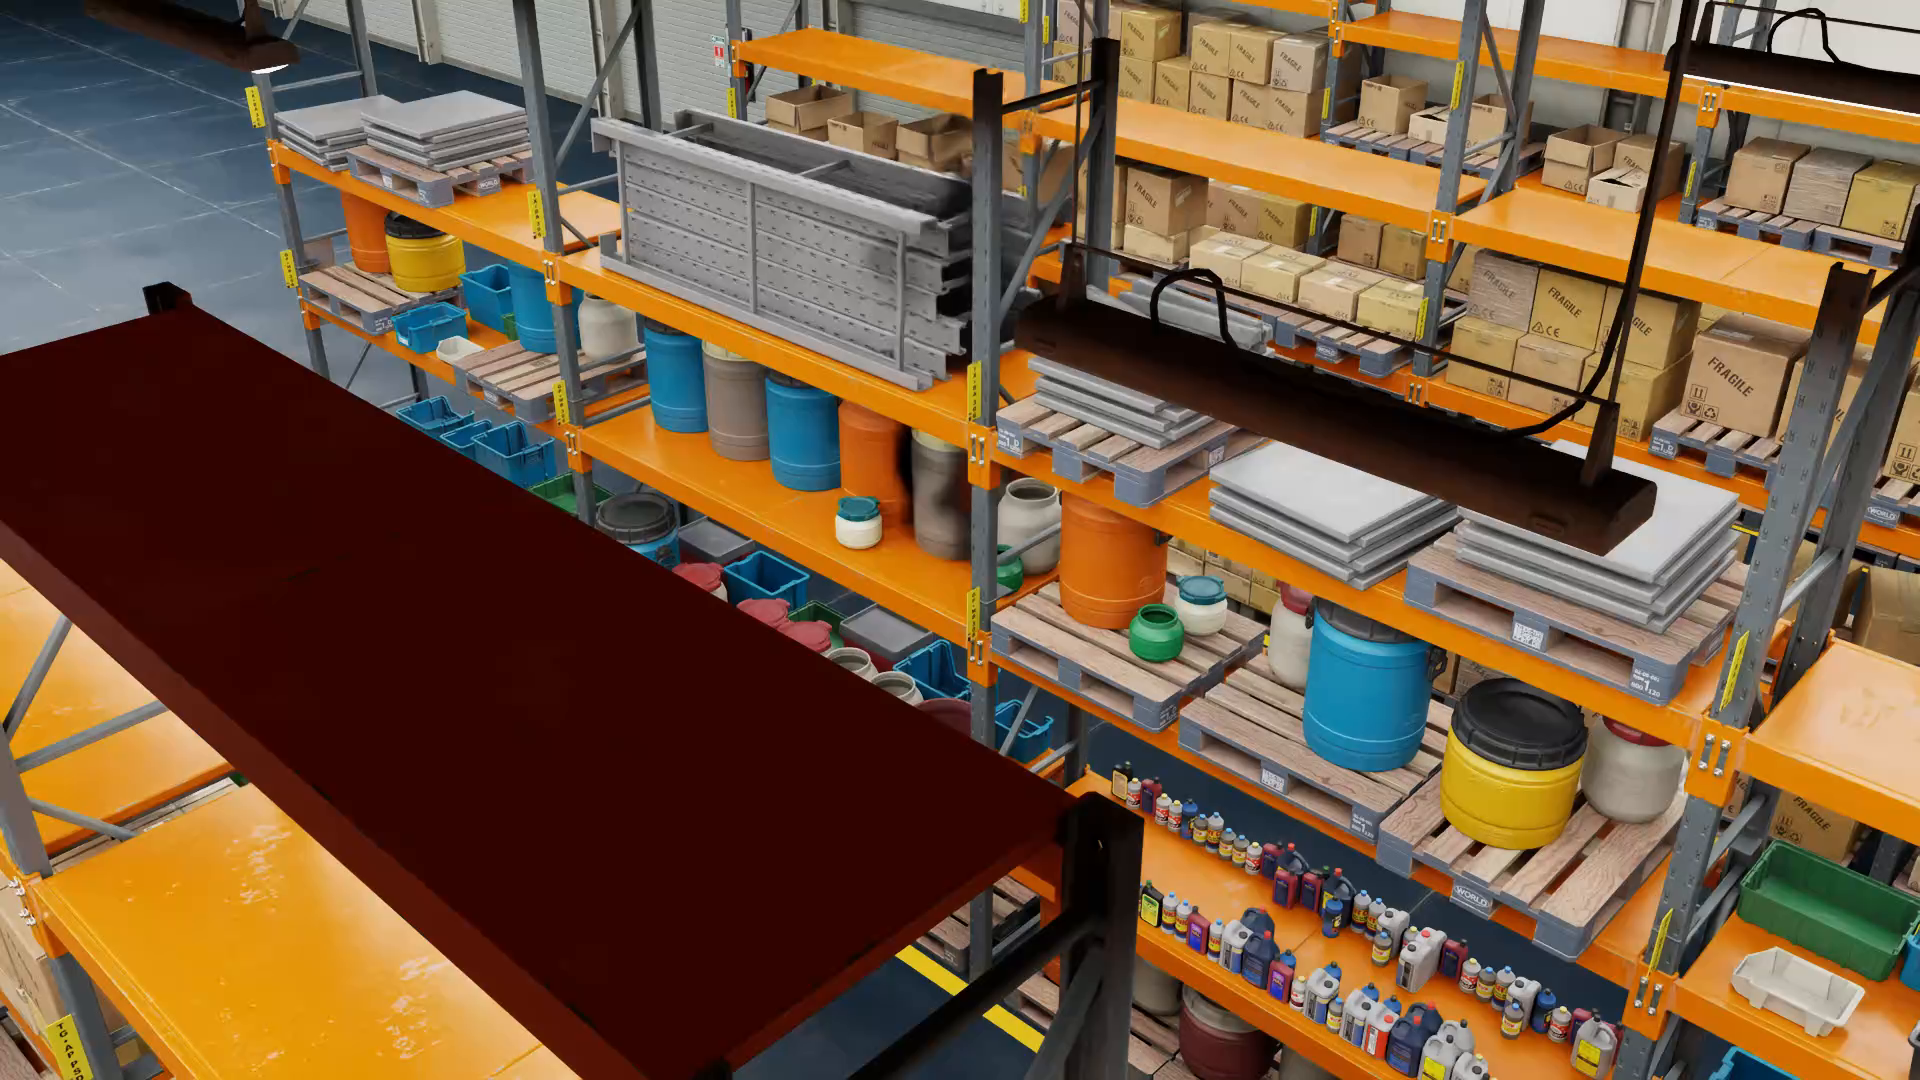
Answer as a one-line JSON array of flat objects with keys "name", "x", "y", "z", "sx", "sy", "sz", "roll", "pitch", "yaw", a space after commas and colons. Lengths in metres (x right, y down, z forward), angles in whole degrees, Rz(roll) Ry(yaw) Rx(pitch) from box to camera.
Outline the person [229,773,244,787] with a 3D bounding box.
[{"name": "person", "x": -5.290, "y": 1.411, "z": 11.956, "sx": 0.709, "sy": 1.742, "sz": 0.659, "roll": 17, "pitch": 34, "yaw": 28}]

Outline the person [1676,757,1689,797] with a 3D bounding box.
[{"name": "person", "x": 4.427, "y": 2.061, "z": 10.811, "sx": 0.622, "sy": 1.733, "sz": 0.681, "roll": 18, "pitch": 34, "yaw": 29}]
